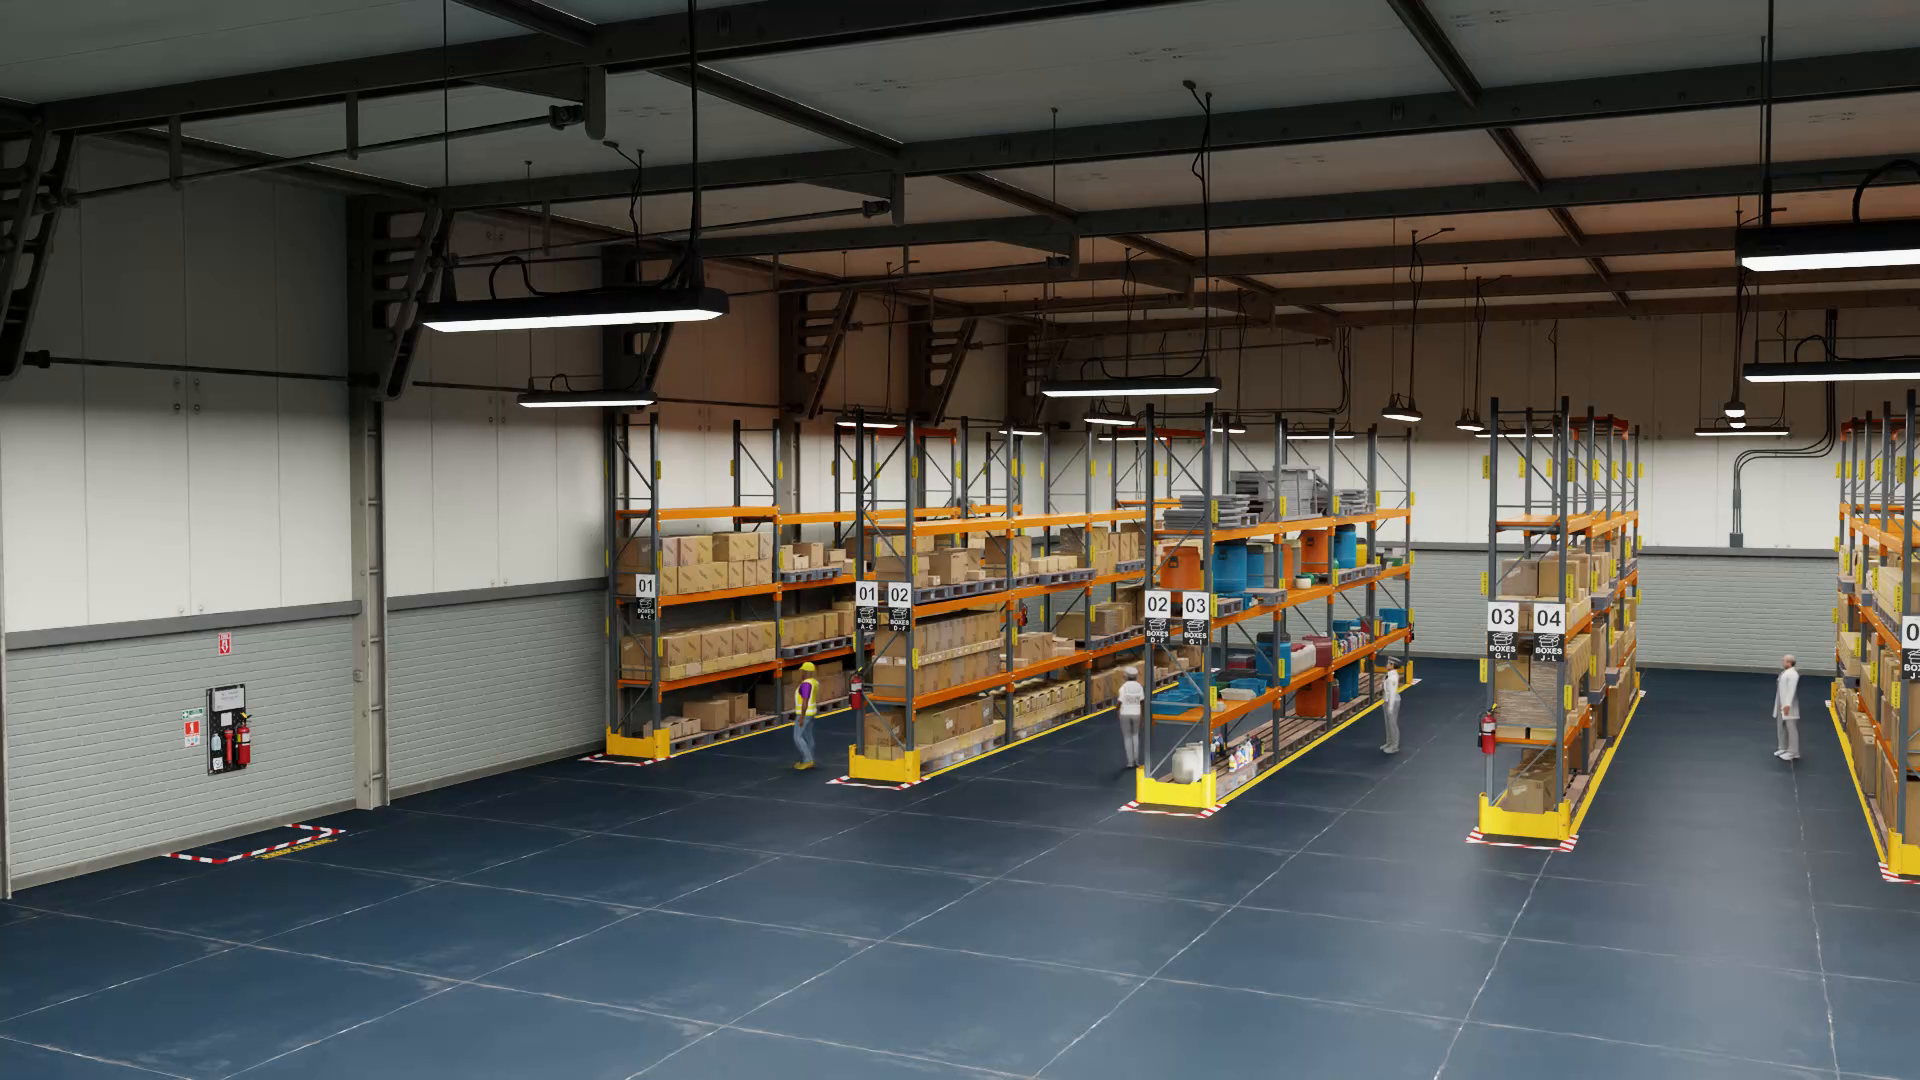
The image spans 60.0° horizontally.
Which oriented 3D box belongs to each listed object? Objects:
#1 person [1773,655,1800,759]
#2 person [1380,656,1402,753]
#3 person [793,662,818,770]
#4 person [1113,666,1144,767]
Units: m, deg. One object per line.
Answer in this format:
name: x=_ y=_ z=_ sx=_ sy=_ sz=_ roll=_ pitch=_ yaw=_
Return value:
person: x=14.399 y=2.891 z=28.974 sx=0.444 sy=1.790 sz=0.578 roll=0 pitch=2 yaw=-5
person: x=7.670 y=2.906 z=29.587 sx=0.375 sy=1.698 sz=0.516 roll=0 pitch=2 yaw=0
person: x=-2.596 y=2.942 z=27.903 sx=0.389 sy=1.783 sz=0.618 roll=1 pitch=2 yaw=14
person: x=2.857 y=3.005 z=28.045 sx=0.491 sy=1.752 sz=0.594 roll=-1 pitch=2 yaw=-13
